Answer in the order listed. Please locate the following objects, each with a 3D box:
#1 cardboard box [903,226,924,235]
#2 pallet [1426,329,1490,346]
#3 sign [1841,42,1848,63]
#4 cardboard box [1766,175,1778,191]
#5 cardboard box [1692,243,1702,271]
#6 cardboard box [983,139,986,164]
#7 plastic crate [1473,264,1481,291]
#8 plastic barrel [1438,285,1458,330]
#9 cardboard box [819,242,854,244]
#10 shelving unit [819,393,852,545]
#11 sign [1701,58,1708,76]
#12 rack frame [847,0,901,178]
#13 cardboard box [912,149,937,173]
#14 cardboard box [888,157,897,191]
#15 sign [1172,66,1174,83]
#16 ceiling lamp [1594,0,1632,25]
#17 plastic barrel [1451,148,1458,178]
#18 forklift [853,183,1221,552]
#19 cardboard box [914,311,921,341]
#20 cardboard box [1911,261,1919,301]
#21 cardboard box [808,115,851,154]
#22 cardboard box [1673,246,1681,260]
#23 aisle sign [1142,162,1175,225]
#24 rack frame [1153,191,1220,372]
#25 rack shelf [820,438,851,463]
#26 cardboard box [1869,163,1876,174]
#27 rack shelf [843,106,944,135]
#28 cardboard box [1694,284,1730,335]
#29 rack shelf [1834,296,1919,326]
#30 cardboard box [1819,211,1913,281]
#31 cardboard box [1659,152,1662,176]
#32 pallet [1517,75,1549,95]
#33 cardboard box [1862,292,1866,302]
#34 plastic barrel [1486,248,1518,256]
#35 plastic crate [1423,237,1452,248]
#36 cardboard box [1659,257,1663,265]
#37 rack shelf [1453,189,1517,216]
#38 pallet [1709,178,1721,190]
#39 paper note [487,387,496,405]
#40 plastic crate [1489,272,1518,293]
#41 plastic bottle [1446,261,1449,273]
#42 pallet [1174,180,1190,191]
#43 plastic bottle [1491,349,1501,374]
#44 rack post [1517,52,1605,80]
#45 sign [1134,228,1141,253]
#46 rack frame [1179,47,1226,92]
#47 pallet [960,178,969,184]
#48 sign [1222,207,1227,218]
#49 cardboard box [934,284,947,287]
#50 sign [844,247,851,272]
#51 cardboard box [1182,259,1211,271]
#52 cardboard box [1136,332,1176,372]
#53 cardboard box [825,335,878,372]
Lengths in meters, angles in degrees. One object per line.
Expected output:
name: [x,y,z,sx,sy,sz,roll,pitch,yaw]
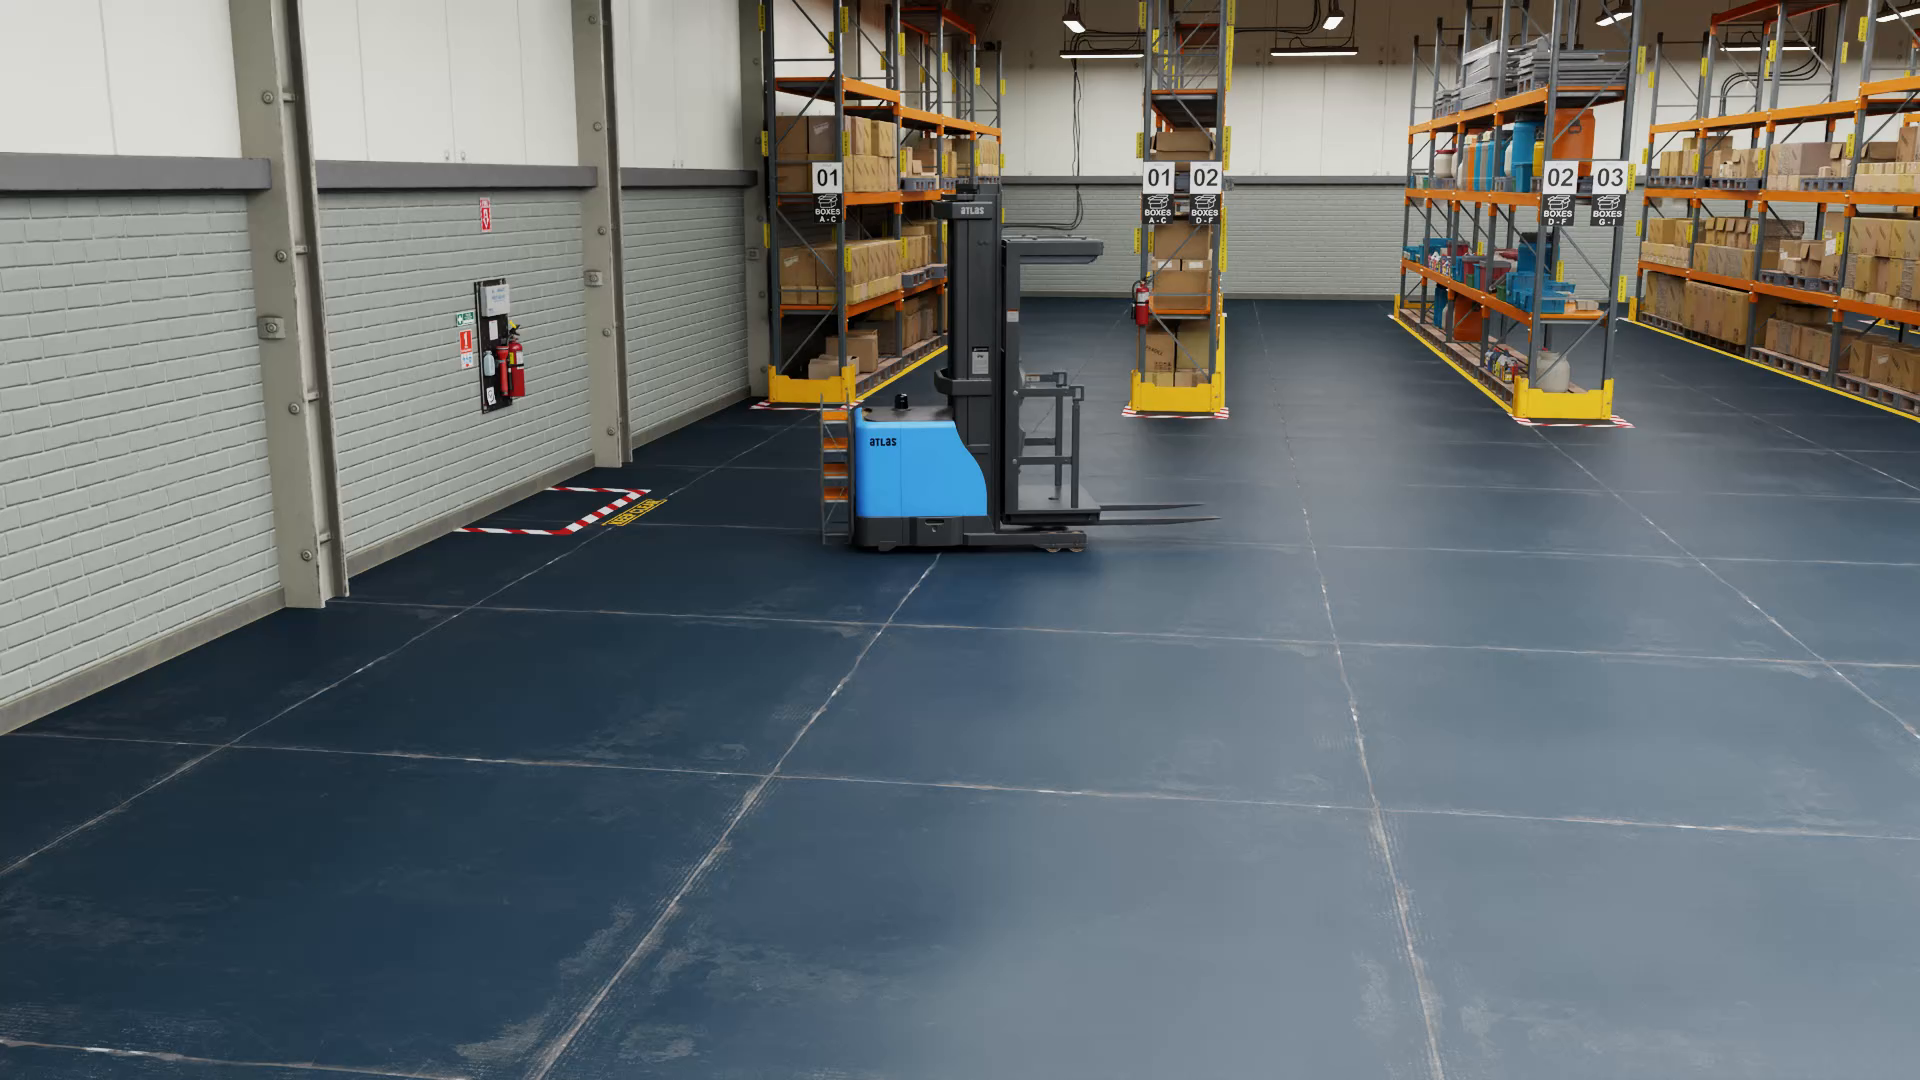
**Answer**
cardboard box: [-0.835,-5.527,29.700,0.380,0.149,0.250,0,12,1]
pallet: [9.247,-3.754,30.910,1.003,0.211,1.213,2,12,9]
sign: [14.409,-7.950,27.117,0.100,0.325,0.005,2,12,9]
cardboard box: [13.547,-5.841,27.212,0.500,0.250,0.500,2,12,10]
cardboard box: [14.169,-5.331,31.375,0.500,0.500,0.500,2,12,9]
cardboard box: [0.263,-8.112,34.736,0.500,0.500,0.500,2,12,7]
plastic crate: [8.224,-4.097,25.923,0.392,0.384,0.575,2,12,9]
plastic barrel: [9.383,-4.450,31.507,0.600,0.901,0.708,2,12,9]
cardboard box: [-1.871,-4.187,24.831,0.500,0.500,0.500,2,12,10]
shelving unit: [-1.042,-0.603,13.945,0.258,1.200,0.503,-1,12,-4]
sign: [13.942,-8.860,31.152,0.100,0.325,0.005,2,12,9]
rack frame: [-1.427,-7.119,25.667,1.000,3.000,0.127,2,12,9]
cardboard box: [-0.796,-6.850,30.258,0.700,0.500,0.500,1,12,4]
cardboard box: [-1.261,-5.598,25.443,0.500,0.500,0.500,2,12,10]
sign: [4.165,-9.141,32.646,0.100,0.325,0.005,2,12,9]
ceiling lamp: [12.230,-11.052,30.063,0.800,3.185,2.000,2,12,9]
plastic barrel: [9.101,-6.810,30.034,0.433,0.535,0.433,0,12,0]
forklift: [0.629,-1.443,13.732,3.031,2.935,1.130,-1,12,-4]
cardboard box: [-1.065,-3.757,29.196,0.700,0.500,0.500,2,12,9]
cardboard box: [12.711,-3.288,21.187,0.875,0.500,0.500,2,12,9]
cardboard box: [-1.743,-5.440,22.337,0.500,0.500,0.500,1,12,5]
cardboard box: [14.372,-5.651,32.743,0.500,0.250,0.500,2,12,10]
aisle sign: [2.553,-4.461,21.401,0.394,0.787,0.004,2,12,9]
rack frame: [3.468,-4.027,25.558,1.000,3.000,0.127,2,12,9]
rack shelf: [-1.042,-0.756,13.912,0.258,0.148,0.480,-1,12,-4]
cardboard box: [12.928,-5.178,23.187,0.380,0.149,0.250,1,12,6]
rack shelf: [-1.120,-6.988,27.717,1.077,0.370,4.000,2,12,9]
cardboard box: [14.271,-4.217,30.487,1.225,0.875,0.875,1,12,7]
rack shelf: [12.948,-2.937,22.209,1.077,0.370,4.000,2,12,9]
cardboard box: [13.516,-4.364,24.704,1.000,1.000,1.000,2,12,9]
cardboard box: [15.074,-7.862,34.764,0.700,0.500,0.500,1,12,5]
pallet: [8.077,-6.083,22.257,1.003,0.211,1.213,2,12,9]
cardboard box: [12.834,-3.390,23.201,0.380,0.149,0.250,2,12,9]
plastic barrel: [9.205,-4.658,28.165,0.600,0.536,0.708,2,12,9]
plastic crate: [10.341,-6.334,36.039,0.616,0.435,0.499,2,12,9]
cardboard box: [14.486,-5.697,33.903,0.380,0.149,0.250,2,12,7]
rack shelf: [8.669,-5.396,26.501,1.077,0.370,4.000,2,12,9]
pallet: [14.394,-6.551,30.603,0.805,0.209,1.217,1,12,6]
paper note: [-4.225,-1.300,14.997,0.016,0.148,0.142,2,12,9]
plastic crate: [8.156,-3.730,24.329,0.767,0.338,0.504,2,12,9]
plastic bottle: [8.719,-4.845,29.661,0.097,0.271,0.097,0,12,0]
pallet: [3.591,-5.584,26.116,0.805,0.209,1.217,1,12,6]
plastic bottle: [7.799,-2.592,24.142,0.144,0.351,0.185,1,12,6]
rack post: [8.014,-6.333,22.198,0.937,0.300,0.954,2,12,8]
sign: [2.319,-3.896,21.642,0.100,0.325,0.005,2,12,9]
rack frame: [5.314,-9.457,36.517,1.000,3.000,0.127,2,12,9]
pallet: [-0.289,-7.032,32.837,0.805,0.209,1.217,1,12,6]
sign: [5.859,-7.223,36.891,0.100,0.325,0.005,2,12,9]
cardboard box: [-0.428,-4.504,31.881,0.750,0.750,0.750,2,12,8]
sign: [-1.506,-3.759,22.262,0.100,0.325,0.005,2,12,9]
cardboard box: [3.126,-3.635,21.962,0.380,0.149,0.250,2,12,8]
cardboard box: [2.641,-2.543,22.423,0.500,0.500,0.500,2,12,9]
cardboard box: [-1.597,-2.758,24.559,0.700,0.500,0.500,1,12,5]
